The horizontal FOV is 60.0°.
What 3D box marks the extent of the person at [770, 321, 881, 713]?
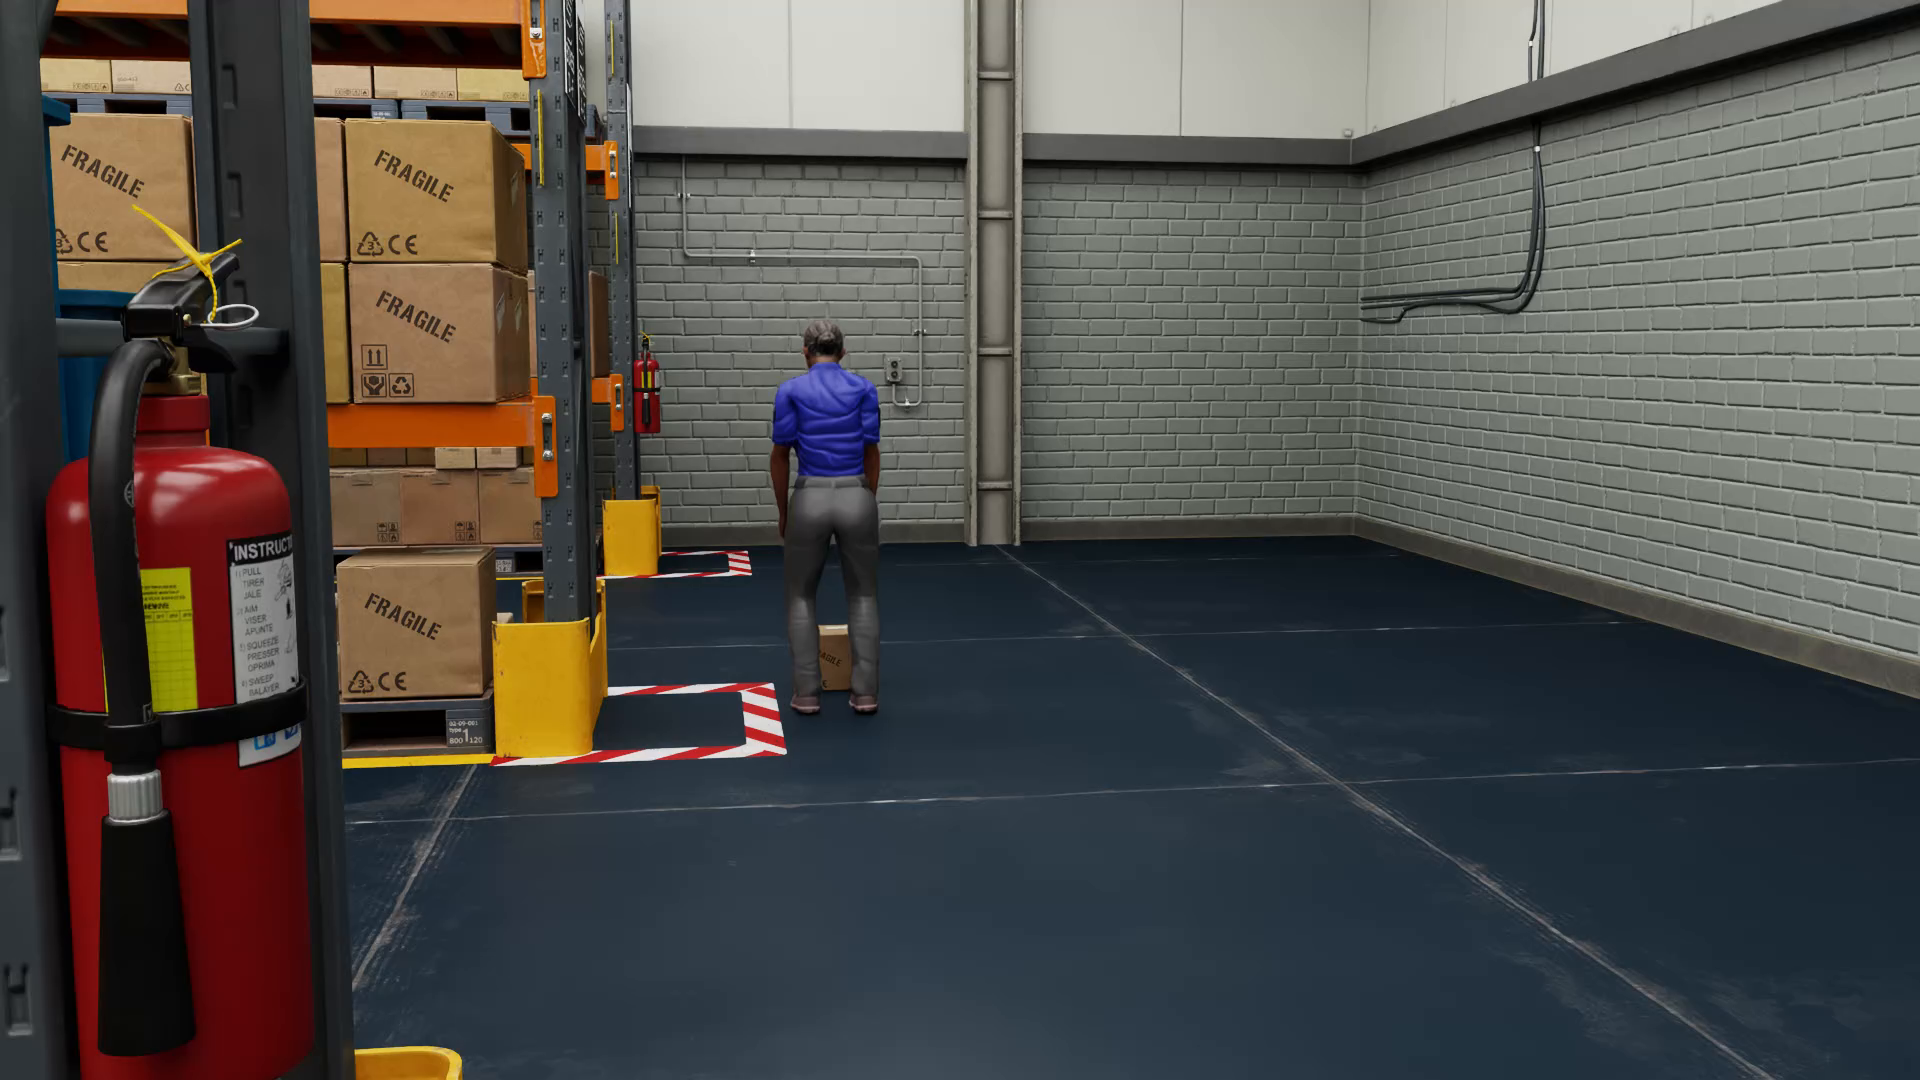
[{"bbox_3d":[-0.554,-0.089,6.866,0.453,1.618,0.361,-1,7,-7],"label":"person"}]
